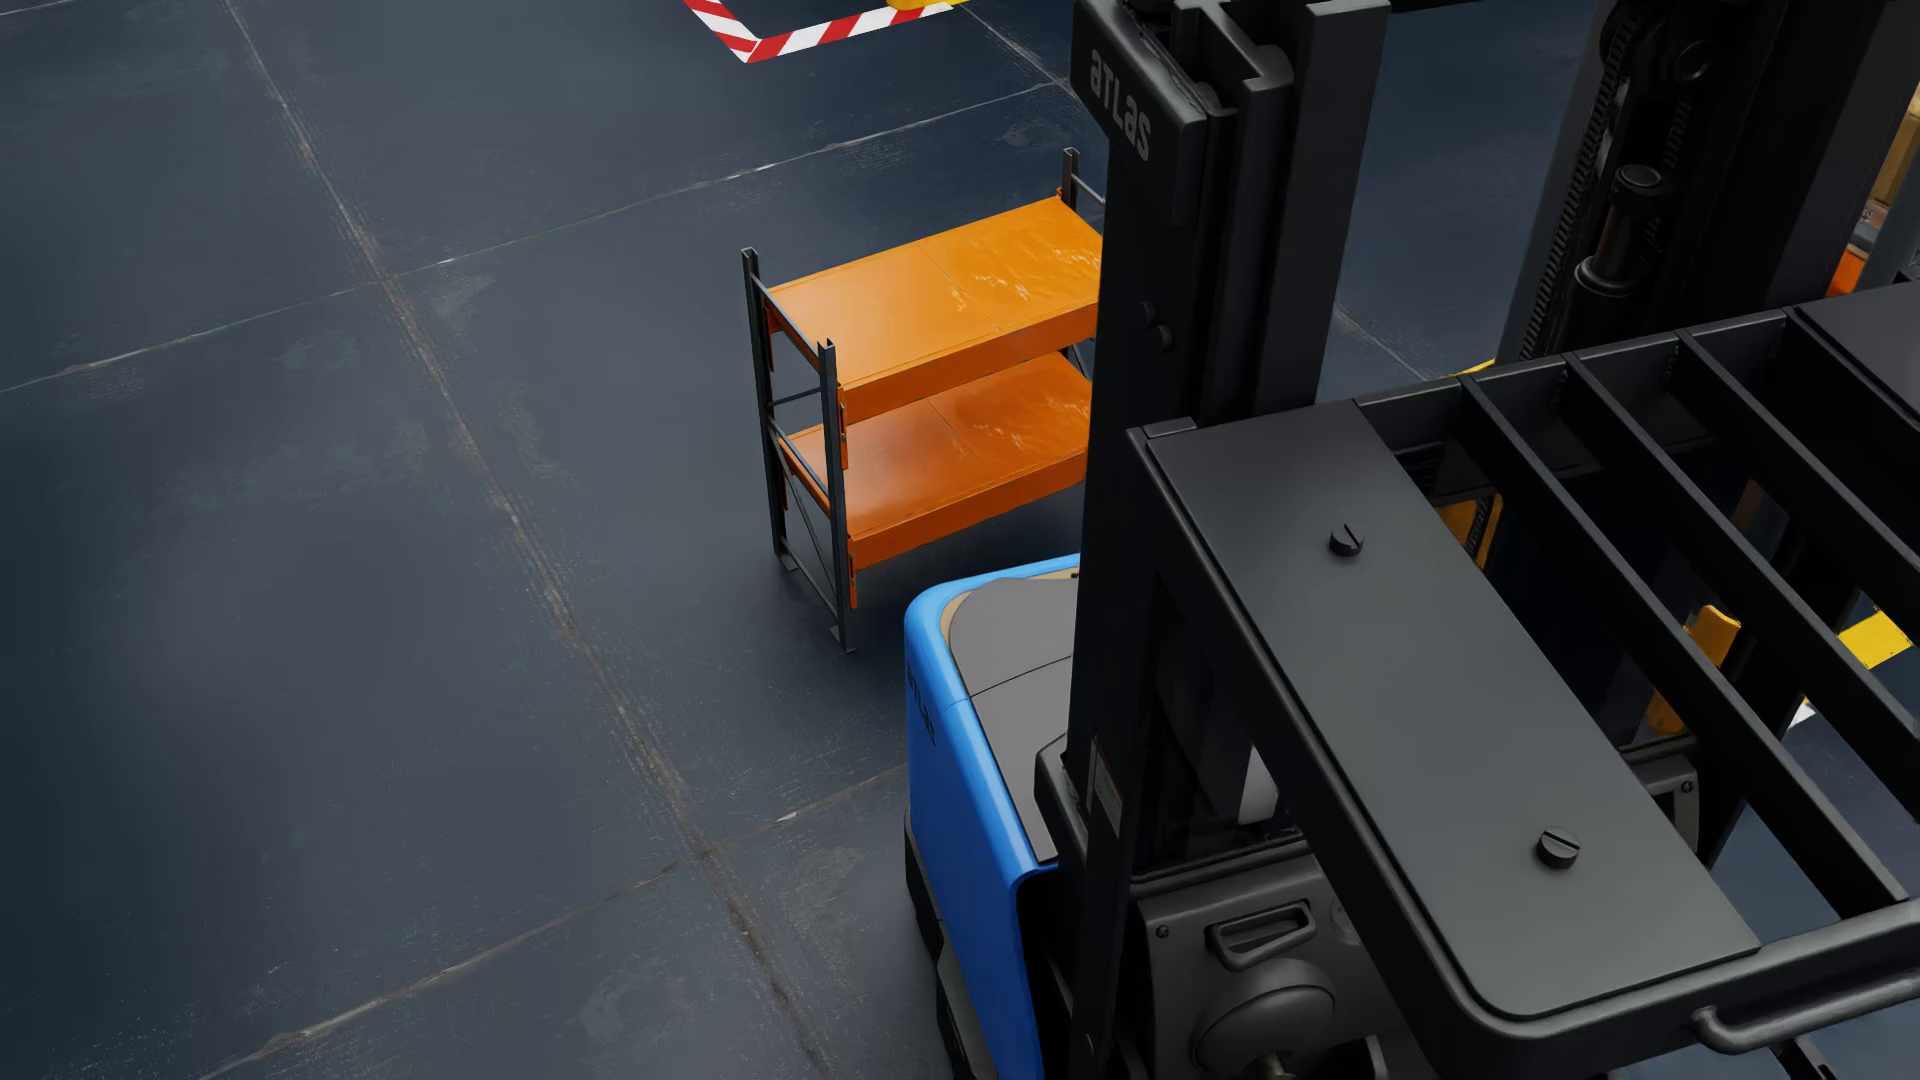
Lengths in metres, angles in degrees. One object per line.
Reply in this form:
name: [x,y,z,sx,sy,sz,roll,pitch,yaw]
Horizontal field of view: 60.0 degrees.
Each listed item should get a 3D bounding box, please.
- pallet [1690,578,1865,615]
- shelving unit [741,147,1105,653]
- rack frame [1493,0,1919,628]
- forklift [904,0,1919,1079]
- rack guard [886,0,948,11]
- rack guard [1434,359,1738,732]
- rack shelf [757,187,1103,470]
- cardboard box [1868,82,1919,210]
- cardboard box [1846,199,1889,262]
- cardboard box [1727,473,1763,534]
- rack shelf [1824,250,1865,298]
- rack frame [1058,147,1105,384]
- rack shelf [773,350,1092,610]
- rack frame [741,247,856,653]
pallet: [2.543,-0.226,5.331,1.213,0.211,1.003,-22,48,-21]
shelving unit: [-0.006,-0.401,4.856,1.048,1.125,0.538,-22,48,-21]
rack frame: [1.889,-0.902,4.026,0.127,3.000,1.000,-22,48,-21]
forklift: [0.786,0.709,2.415,1.130,2.935,3.031,-12,45,-12]
rack guard: [-0.429,-3.061,8.046,0.348,0.500,1.175,-22,48,-21]
rack guard: [1.868,0.003,4.888,0.348,0.500,1.175,-22,48,-21]
rack shelf: [-0.006,-0.611,4.652,1.000,0.278,0.538,-22,48,-21]
cardboard box: [2.440,-0.958,3.978,0.500,0.250,0.500,-23,49,-22]
cardboard box: [2.361,-0.736,4.035,0.250,0.149,0.380,-21,48,-21]
cardboard box: [2.404,-0.561,4.898,0.875,0.875,0.875,-22,48,-21]
rack shelf: [3.623,-1.338,4.991,4.000,0.370,1.077,-22,48,-21]
rack frame: [0.435,-0.578,5.038,0.032,1.125,0.500,-22,48,-21]
rack shelf: [-0.006,-0.226,5.026,1.000,0.278,0.538,-22,48,-21]
rack frame: [-0.447,-0.225,4.674,0.032,1.125,0.500,-22,48,-21]
